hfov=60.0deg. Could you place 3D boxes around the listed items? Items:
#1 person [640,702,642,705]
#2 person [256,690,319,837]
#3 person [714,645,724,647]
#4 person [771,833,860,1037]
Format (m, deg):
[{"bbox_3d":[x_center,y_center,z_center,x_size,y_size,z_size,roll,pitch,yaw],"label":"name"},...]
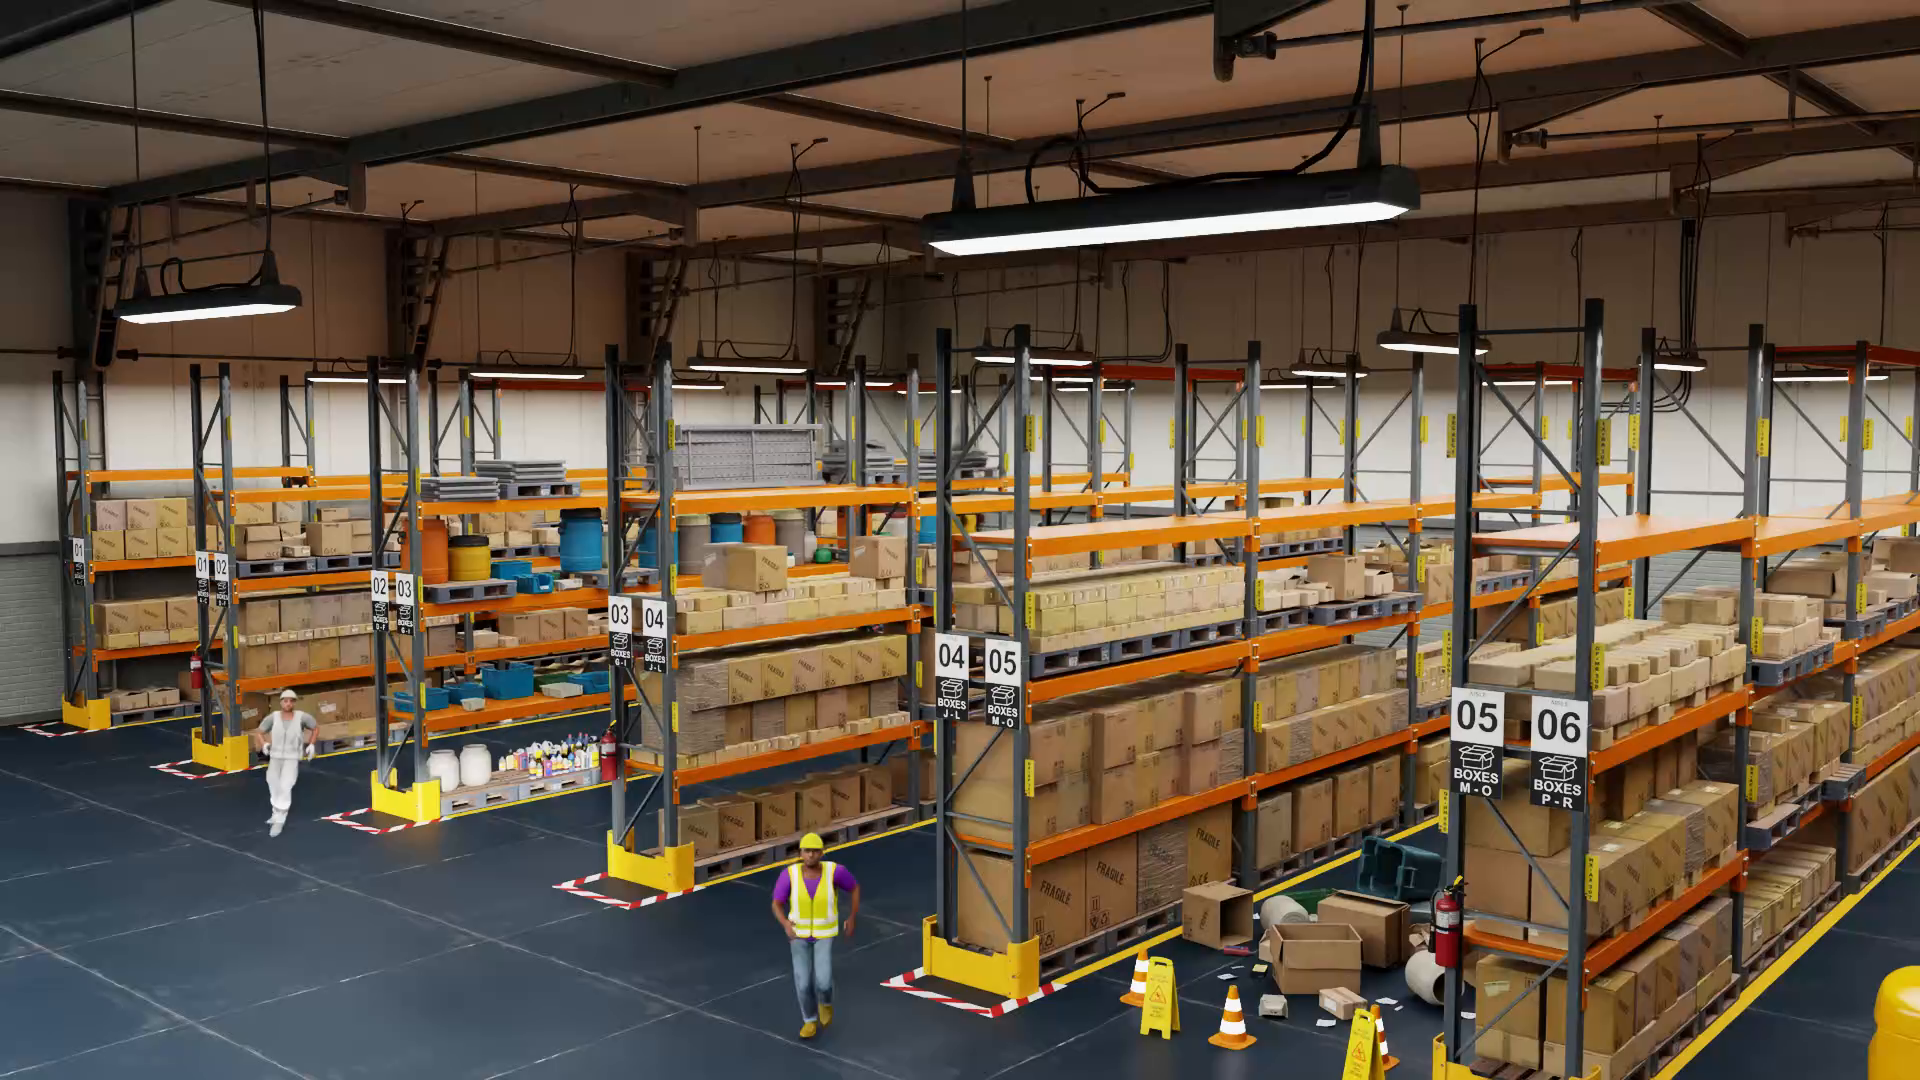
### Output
[{"bbox_3d":[-4.970,2.361,27.385,0.658,1.635,0.526,3,5,38],"label":"person"},{"bbox_3d":[-8.479,2.774,20.932,0.707,1.801,0.704,-1,4,-7],"label":"person"},{"bbox_3d":[-4.199,2.290,28.031,0.672,1.785,0.930,4,6,44],"label":"person"},{"bbox_3d":[-1.207,3.299,13.872,0.738,1.727,0.594,0,4,-2],"label":"person"}]
